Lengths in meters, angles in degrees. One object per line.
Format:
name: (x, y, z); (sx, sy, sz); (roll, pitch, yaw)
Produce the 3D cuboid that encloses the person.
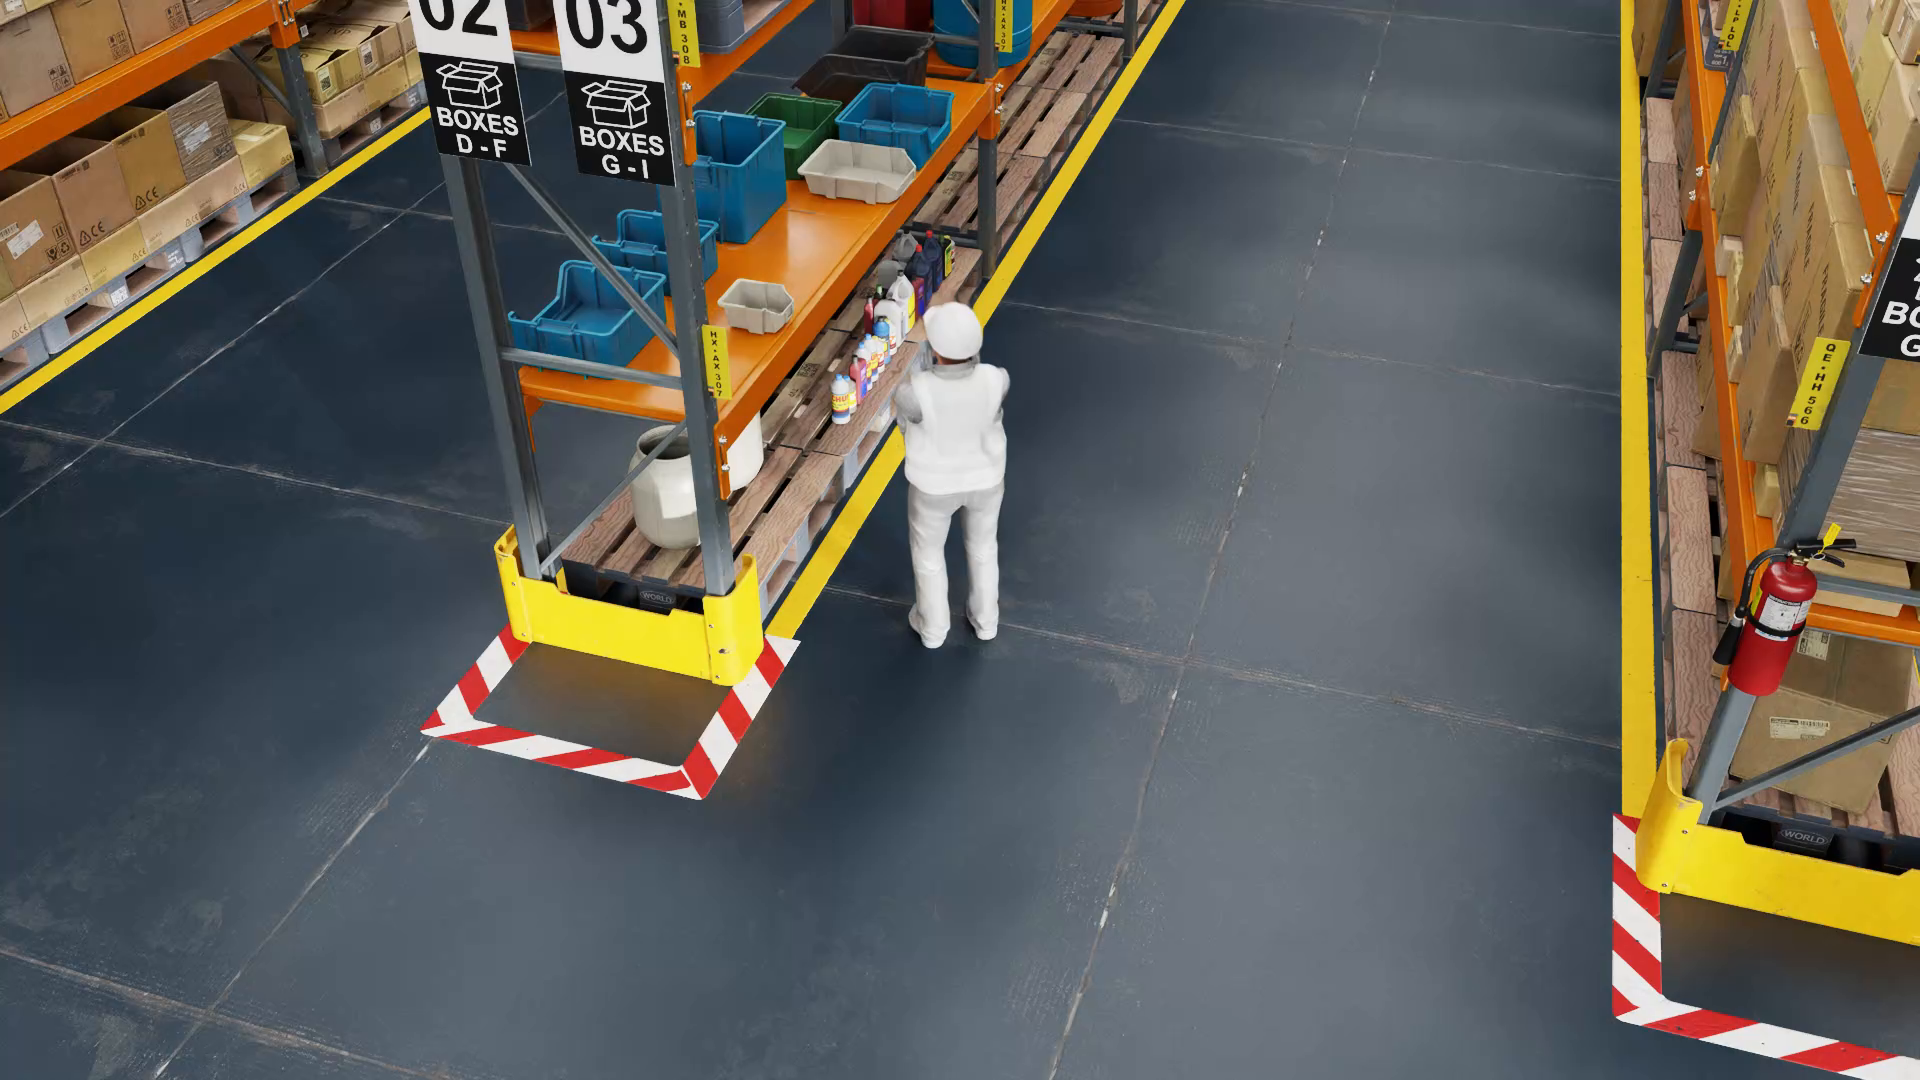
person: (-0.041, -0.331, 7.320); (0.461, 1.762, 0.554); (-9, 38, -12)
